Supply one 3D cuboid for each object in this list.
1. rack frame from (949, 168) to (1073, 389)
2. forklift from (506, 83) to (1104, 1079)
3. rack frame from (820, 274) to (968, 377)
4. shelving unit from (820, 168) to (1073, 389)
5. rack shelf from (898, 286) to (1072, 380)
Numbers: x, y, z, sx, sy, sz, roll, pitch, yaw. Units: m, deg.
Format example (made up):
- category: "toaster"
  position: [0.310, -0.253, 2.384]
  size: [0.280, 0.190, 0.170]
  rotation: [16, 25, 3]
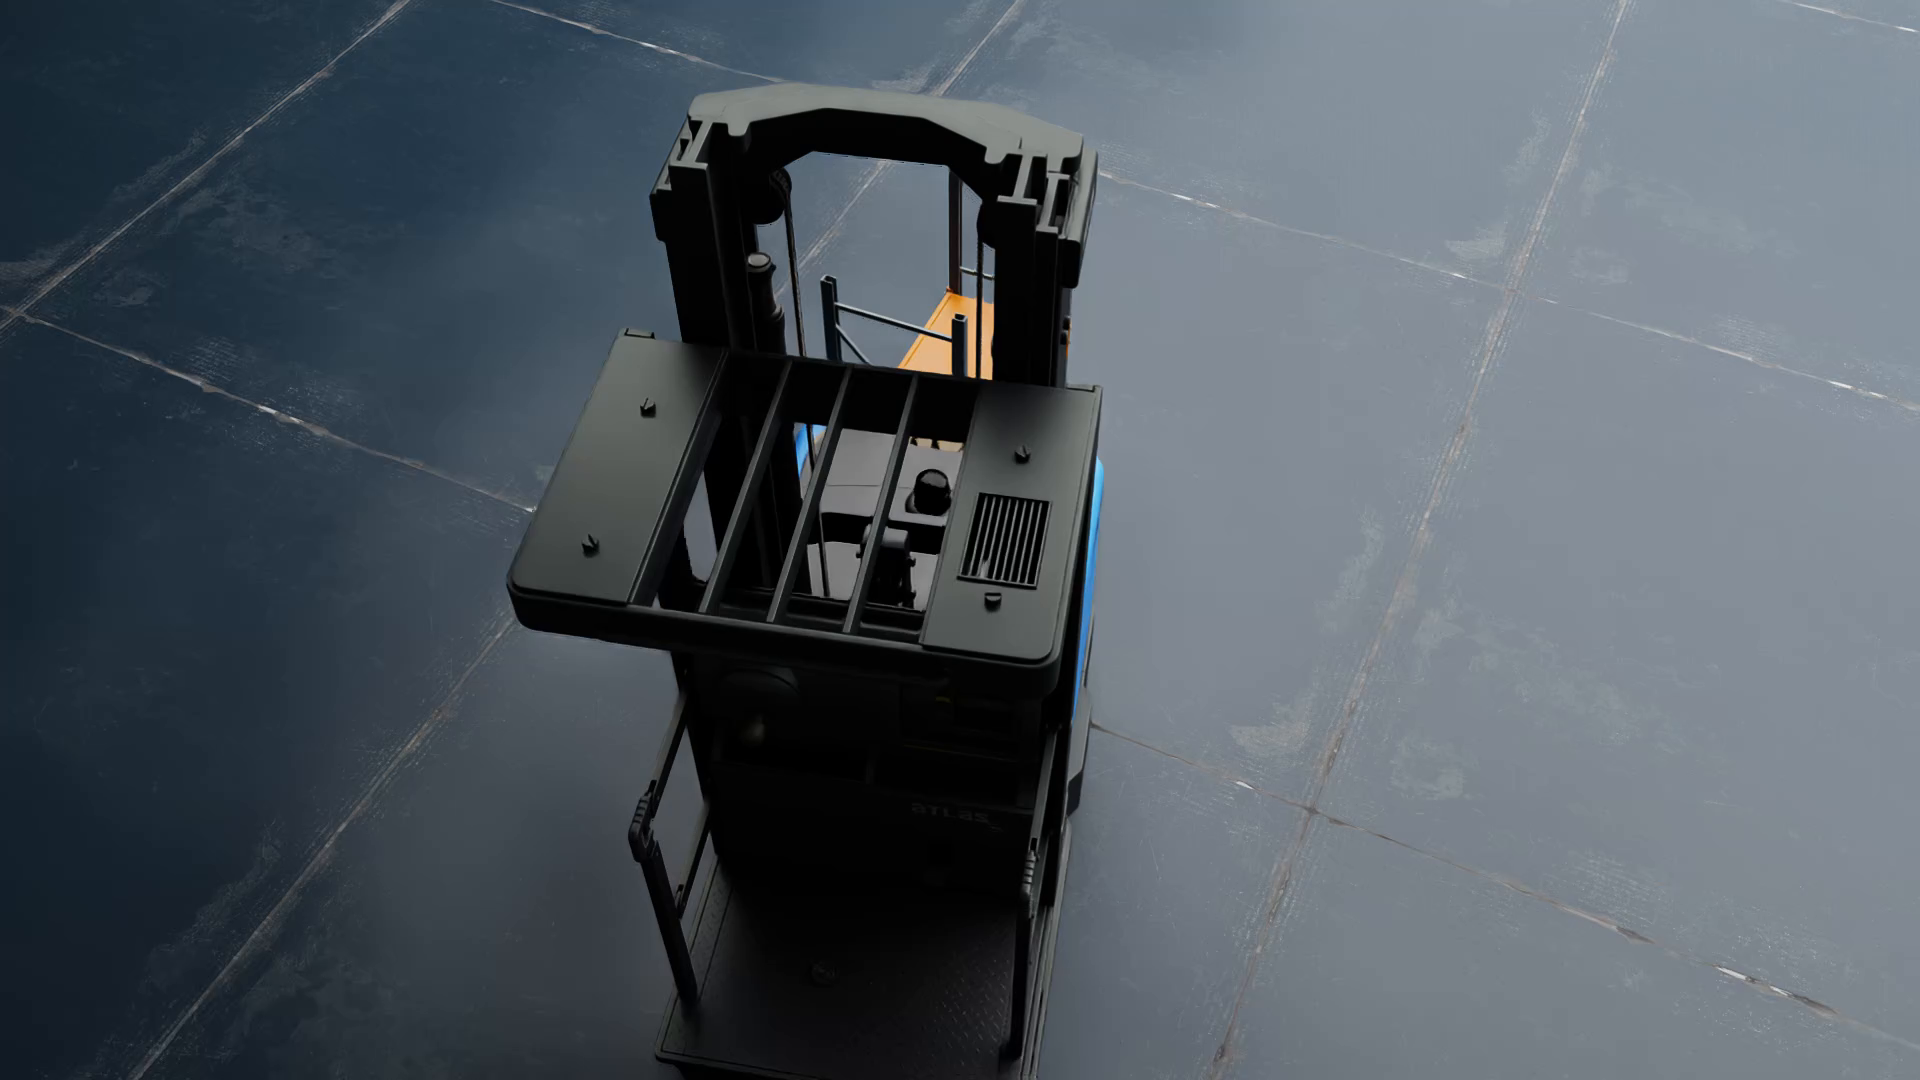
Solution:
- category: "rack frame"
  position: [0.193, -0.989, 6.422]
  size: [0.500, 1.500, 0.032]
  rotation: [18, 52, 15]
- category: "forklift"
  position: [-0.277, 0.493, 4.221]
  size: [1.130, 2.935, 3.031]
  rotation: [8, 50, 6]
- category: "rack frame"
  position: [-0.211, -0.278, 5.817]
  size: [0.500, 1.500, 0.032]
  rotation: [18, 52, 15]
- category: "shelving unit"
  position: [-0.005, -0.640, 6.125]
  size: [0.587, 1.500, 1.083]
  rotation: [18, 52, 15]
- category: "rack shelf"
  position: [-0.009, -0.517, 6.256]
  size: [0.538, 0.185, 1.000]
  rotation: [18, 52, 15]
